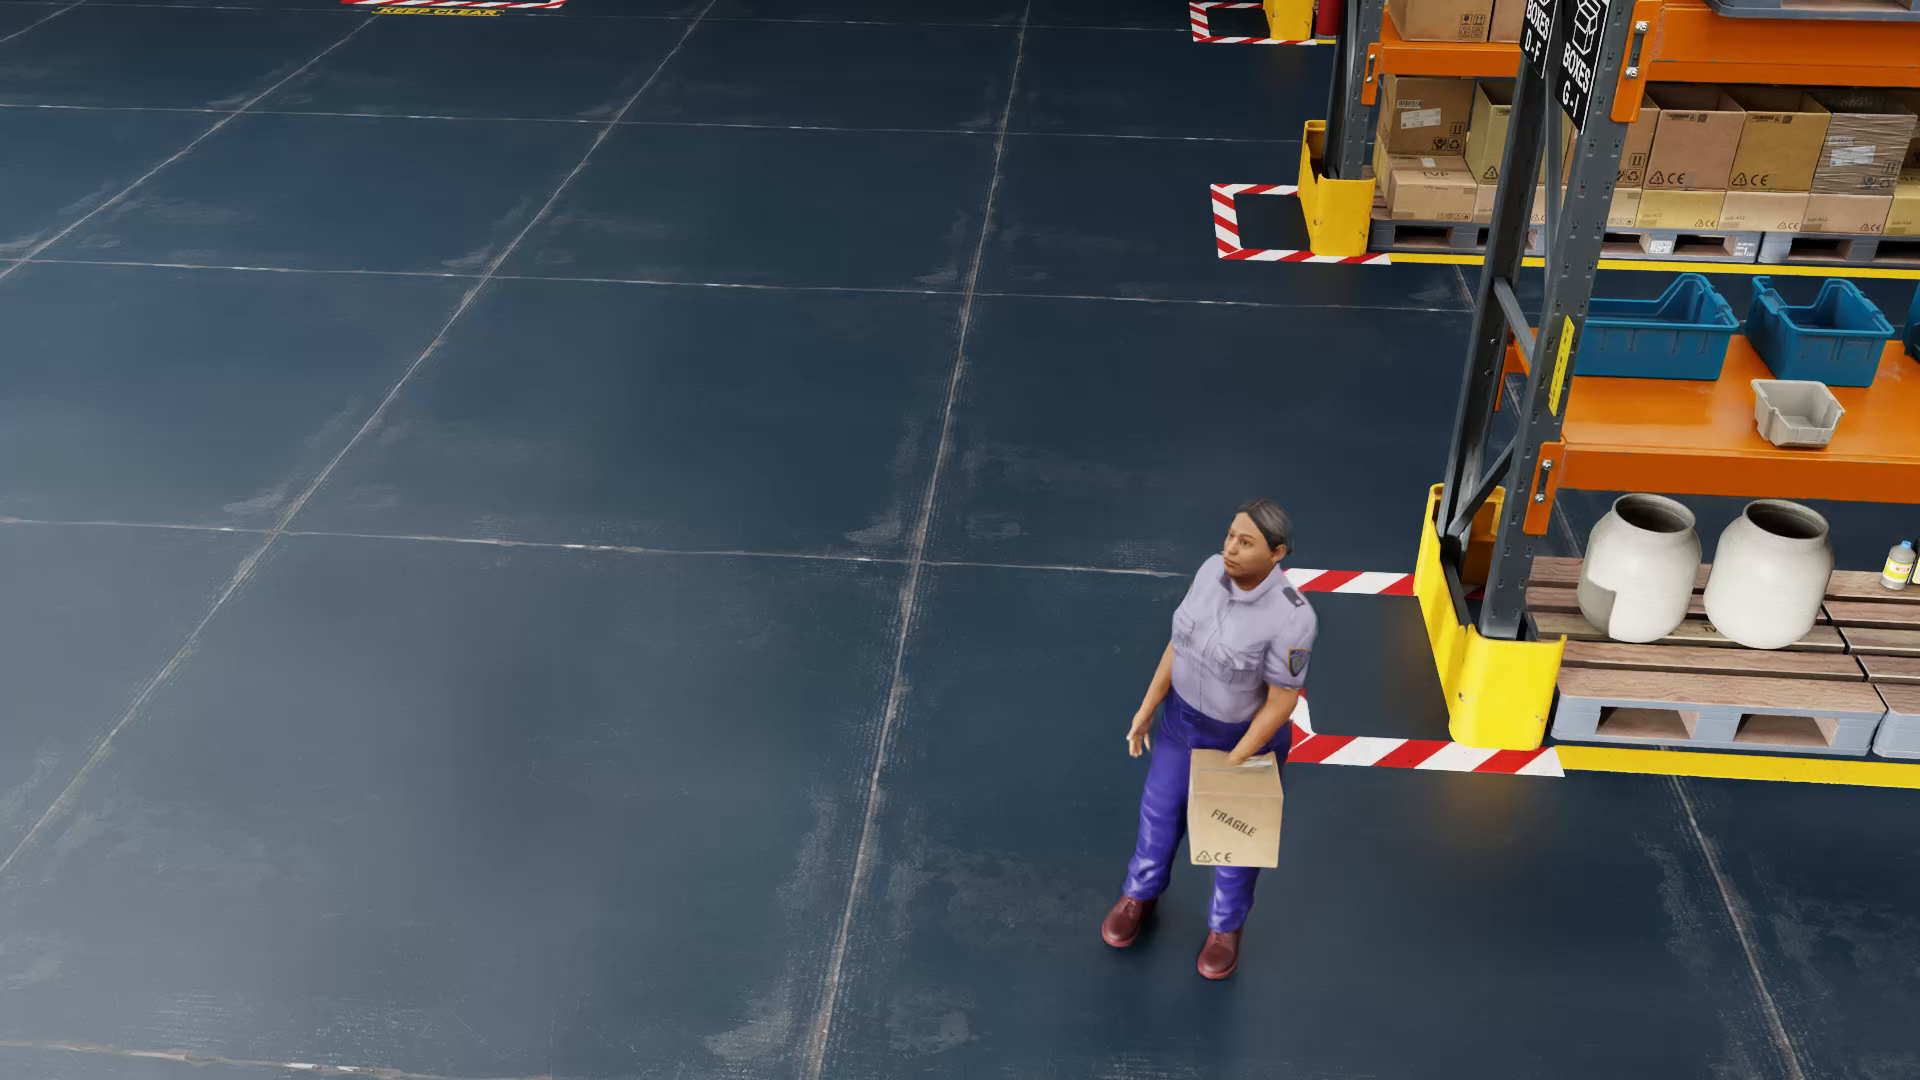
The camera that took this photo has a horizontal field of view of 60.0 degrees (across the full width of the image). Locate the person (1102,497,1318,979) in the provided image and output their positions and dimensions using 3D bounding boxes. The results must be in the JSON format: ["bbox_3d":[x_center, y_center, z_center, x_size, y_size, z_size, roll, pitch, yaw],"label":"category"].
[{"bbox_3d":[0.770,0.632,5.137,0.495,1.643,0.518,-24,39,-33],"label":"person"}]
